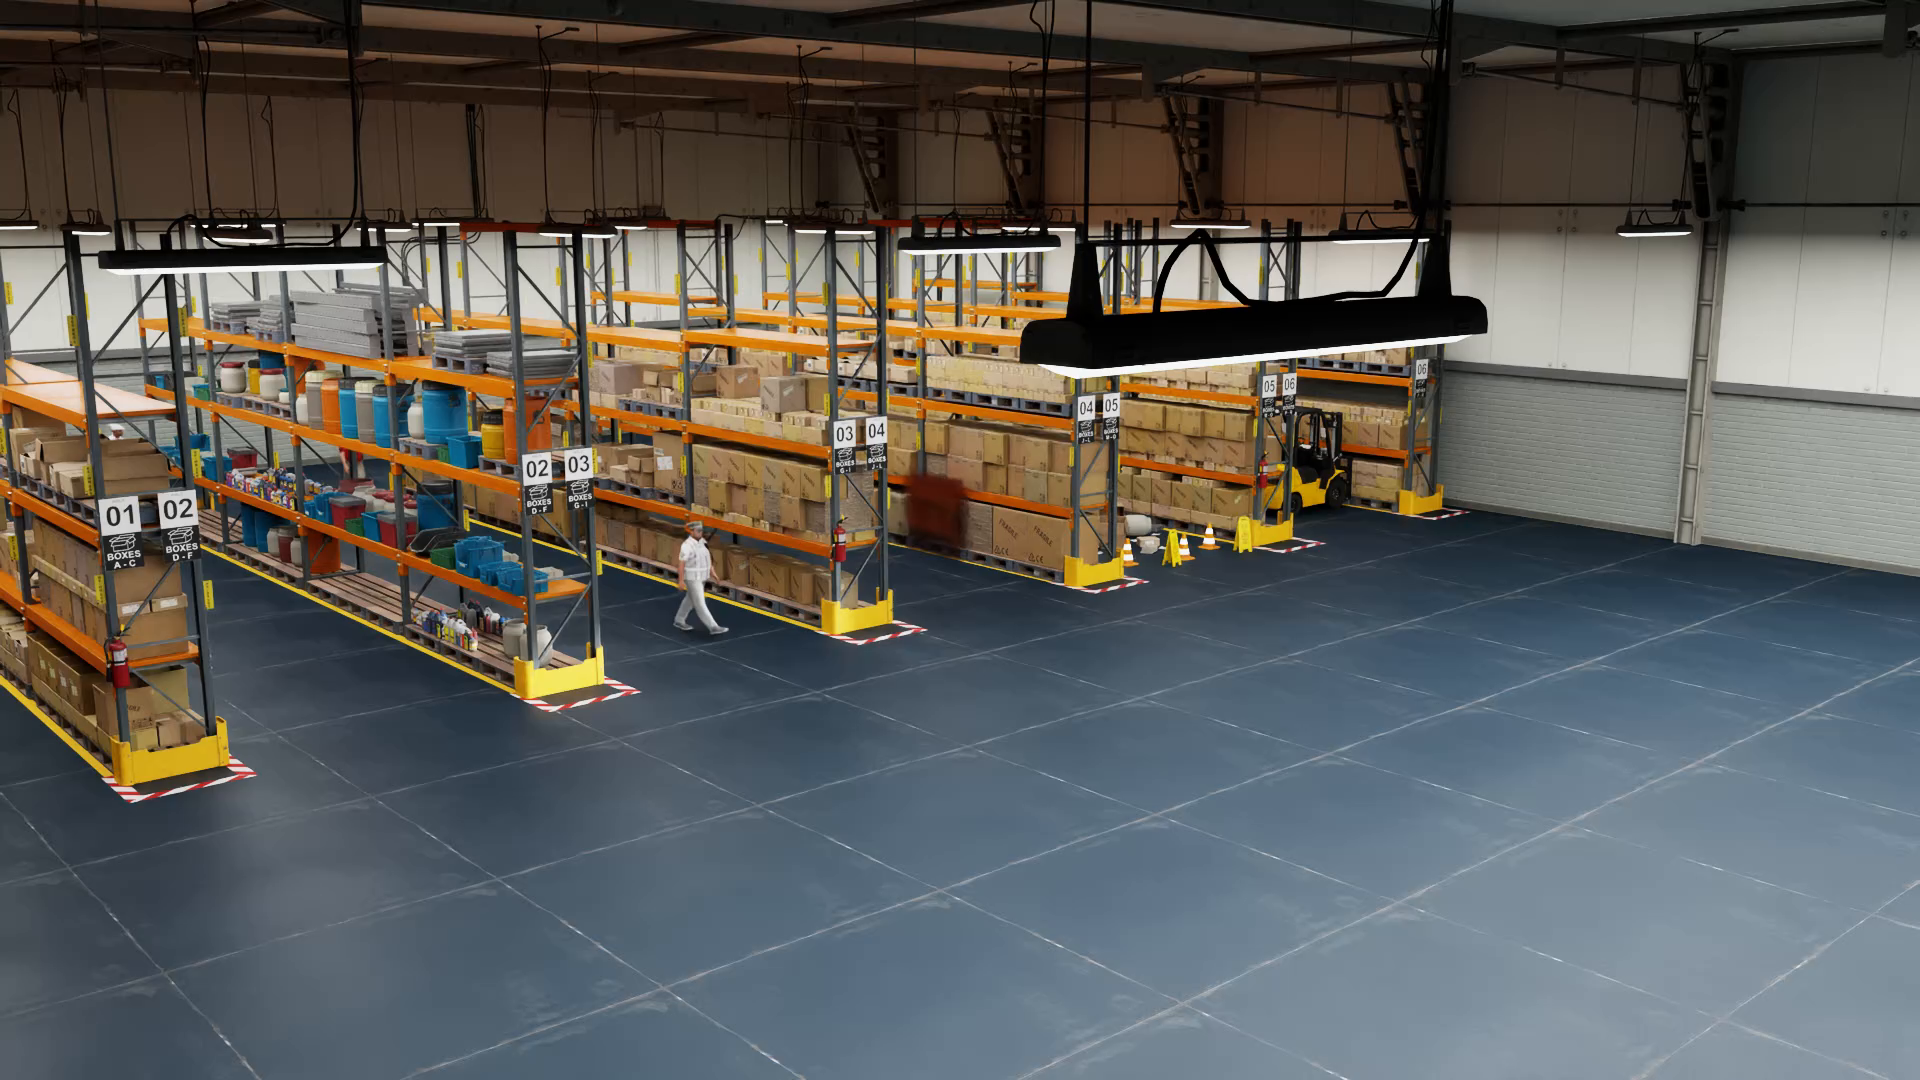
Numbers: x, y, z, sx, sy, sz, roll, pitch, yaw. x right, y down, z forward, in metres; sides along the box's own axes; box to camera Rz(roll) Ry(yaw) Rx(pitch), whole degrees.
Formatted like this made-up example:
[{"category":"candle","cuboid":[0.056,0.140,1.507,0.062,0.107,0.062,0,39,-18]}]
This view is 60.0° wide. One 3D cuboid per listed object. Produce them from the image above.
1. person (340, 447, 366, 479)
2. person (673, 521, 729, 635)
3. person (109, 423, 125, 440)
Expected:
[{"category":"person","cuboid":[-12.894,-1.583,35.366,0.551,1.655,1.077,-9,14,-37]},{"category":"person","cuboid":[-3.845,0.548,24.703,1.080,1.707,0.570,4,12,19]},{"category":"person","cuboid":[-18.234,-1.668,35.808,1.076,1.714,0.555,-4,12,-18]}]
